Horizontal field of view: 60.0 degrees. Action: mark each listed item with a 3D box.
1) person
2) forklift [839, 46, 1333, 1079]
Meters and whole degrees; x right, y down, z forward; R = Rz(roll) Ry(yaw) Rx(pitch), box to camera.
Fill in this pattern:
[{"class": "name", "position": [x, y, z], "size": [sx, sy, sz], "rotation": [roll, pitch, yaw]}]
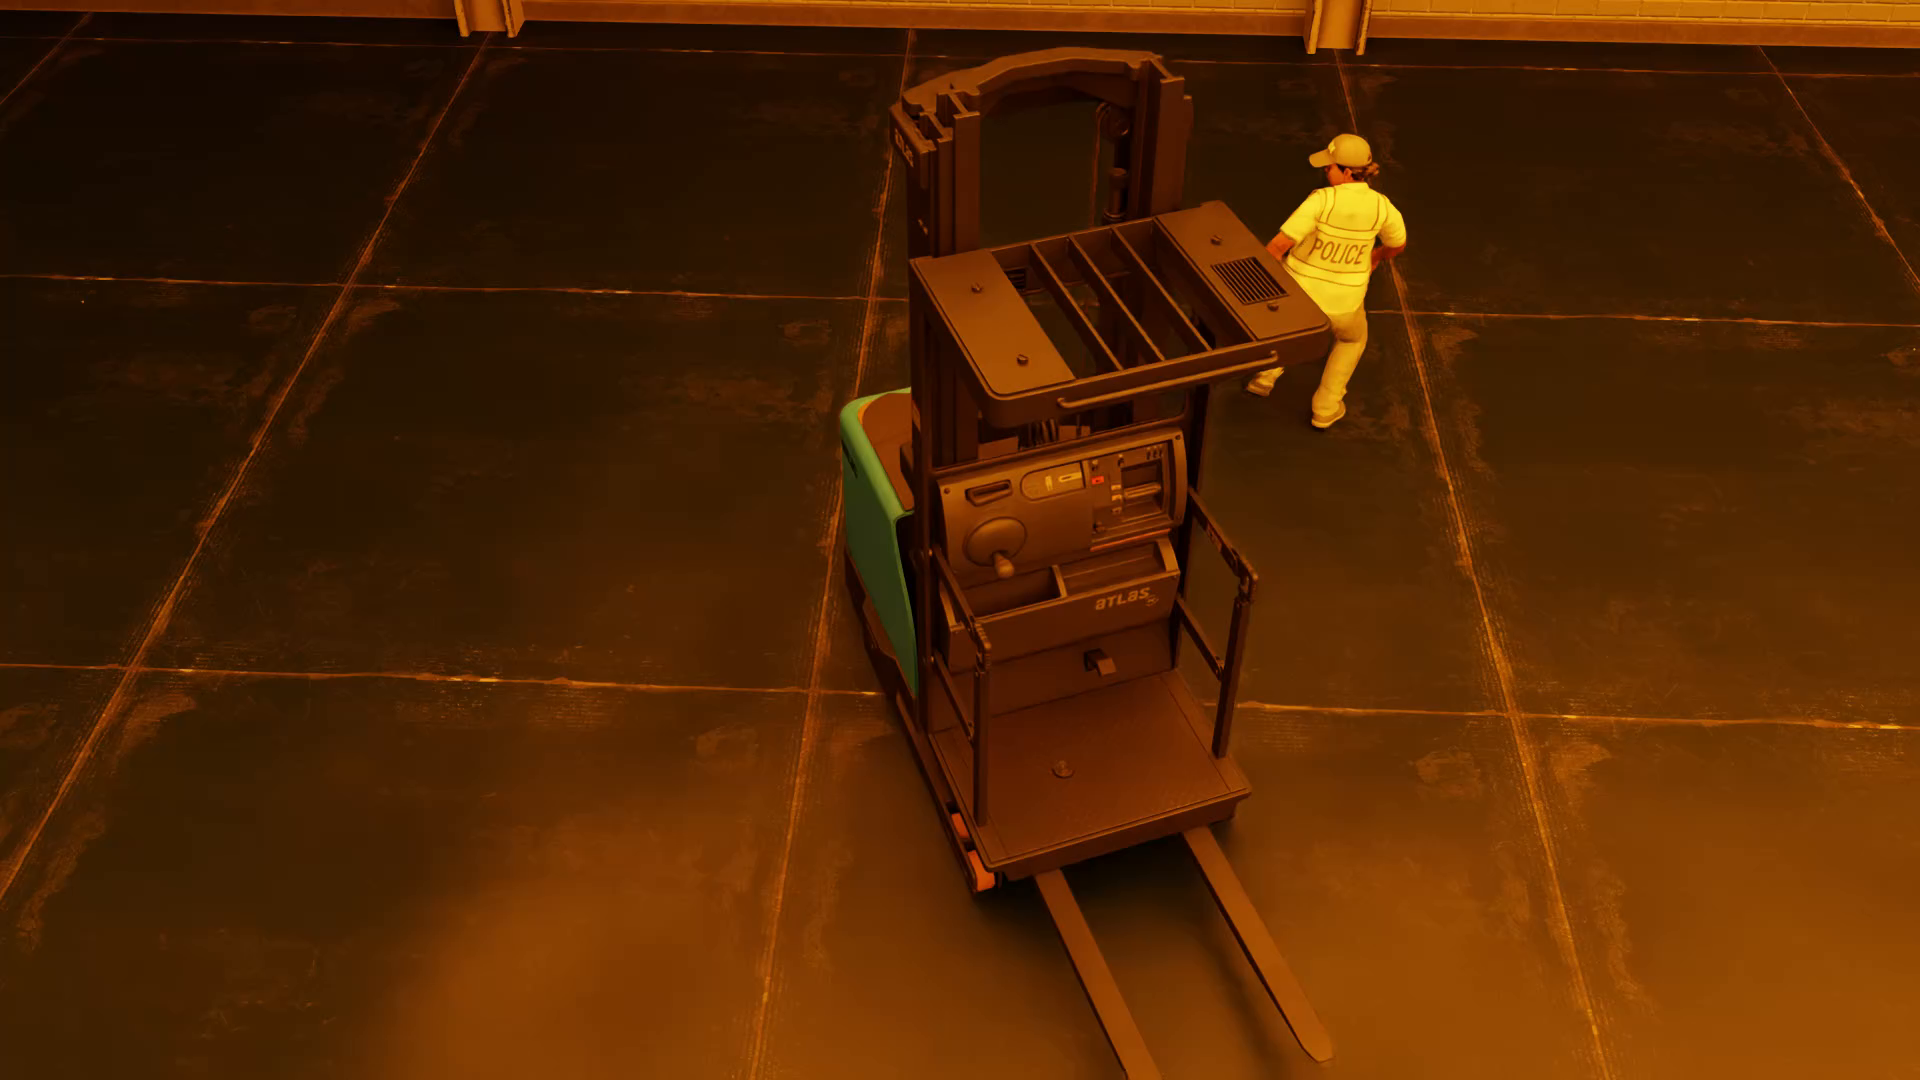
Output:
[{"class": "person", "position": [1.771, -1.259, 8.138], "size": [0.706, 1.583, 0.619], "rotation": [11, 44, 12]}, {"class": "forklift", "position": [0.451, -0.043, 5.789], "size": [1.130, 2.935, 3.031], "rotation": [-13, 44, -14]}]
